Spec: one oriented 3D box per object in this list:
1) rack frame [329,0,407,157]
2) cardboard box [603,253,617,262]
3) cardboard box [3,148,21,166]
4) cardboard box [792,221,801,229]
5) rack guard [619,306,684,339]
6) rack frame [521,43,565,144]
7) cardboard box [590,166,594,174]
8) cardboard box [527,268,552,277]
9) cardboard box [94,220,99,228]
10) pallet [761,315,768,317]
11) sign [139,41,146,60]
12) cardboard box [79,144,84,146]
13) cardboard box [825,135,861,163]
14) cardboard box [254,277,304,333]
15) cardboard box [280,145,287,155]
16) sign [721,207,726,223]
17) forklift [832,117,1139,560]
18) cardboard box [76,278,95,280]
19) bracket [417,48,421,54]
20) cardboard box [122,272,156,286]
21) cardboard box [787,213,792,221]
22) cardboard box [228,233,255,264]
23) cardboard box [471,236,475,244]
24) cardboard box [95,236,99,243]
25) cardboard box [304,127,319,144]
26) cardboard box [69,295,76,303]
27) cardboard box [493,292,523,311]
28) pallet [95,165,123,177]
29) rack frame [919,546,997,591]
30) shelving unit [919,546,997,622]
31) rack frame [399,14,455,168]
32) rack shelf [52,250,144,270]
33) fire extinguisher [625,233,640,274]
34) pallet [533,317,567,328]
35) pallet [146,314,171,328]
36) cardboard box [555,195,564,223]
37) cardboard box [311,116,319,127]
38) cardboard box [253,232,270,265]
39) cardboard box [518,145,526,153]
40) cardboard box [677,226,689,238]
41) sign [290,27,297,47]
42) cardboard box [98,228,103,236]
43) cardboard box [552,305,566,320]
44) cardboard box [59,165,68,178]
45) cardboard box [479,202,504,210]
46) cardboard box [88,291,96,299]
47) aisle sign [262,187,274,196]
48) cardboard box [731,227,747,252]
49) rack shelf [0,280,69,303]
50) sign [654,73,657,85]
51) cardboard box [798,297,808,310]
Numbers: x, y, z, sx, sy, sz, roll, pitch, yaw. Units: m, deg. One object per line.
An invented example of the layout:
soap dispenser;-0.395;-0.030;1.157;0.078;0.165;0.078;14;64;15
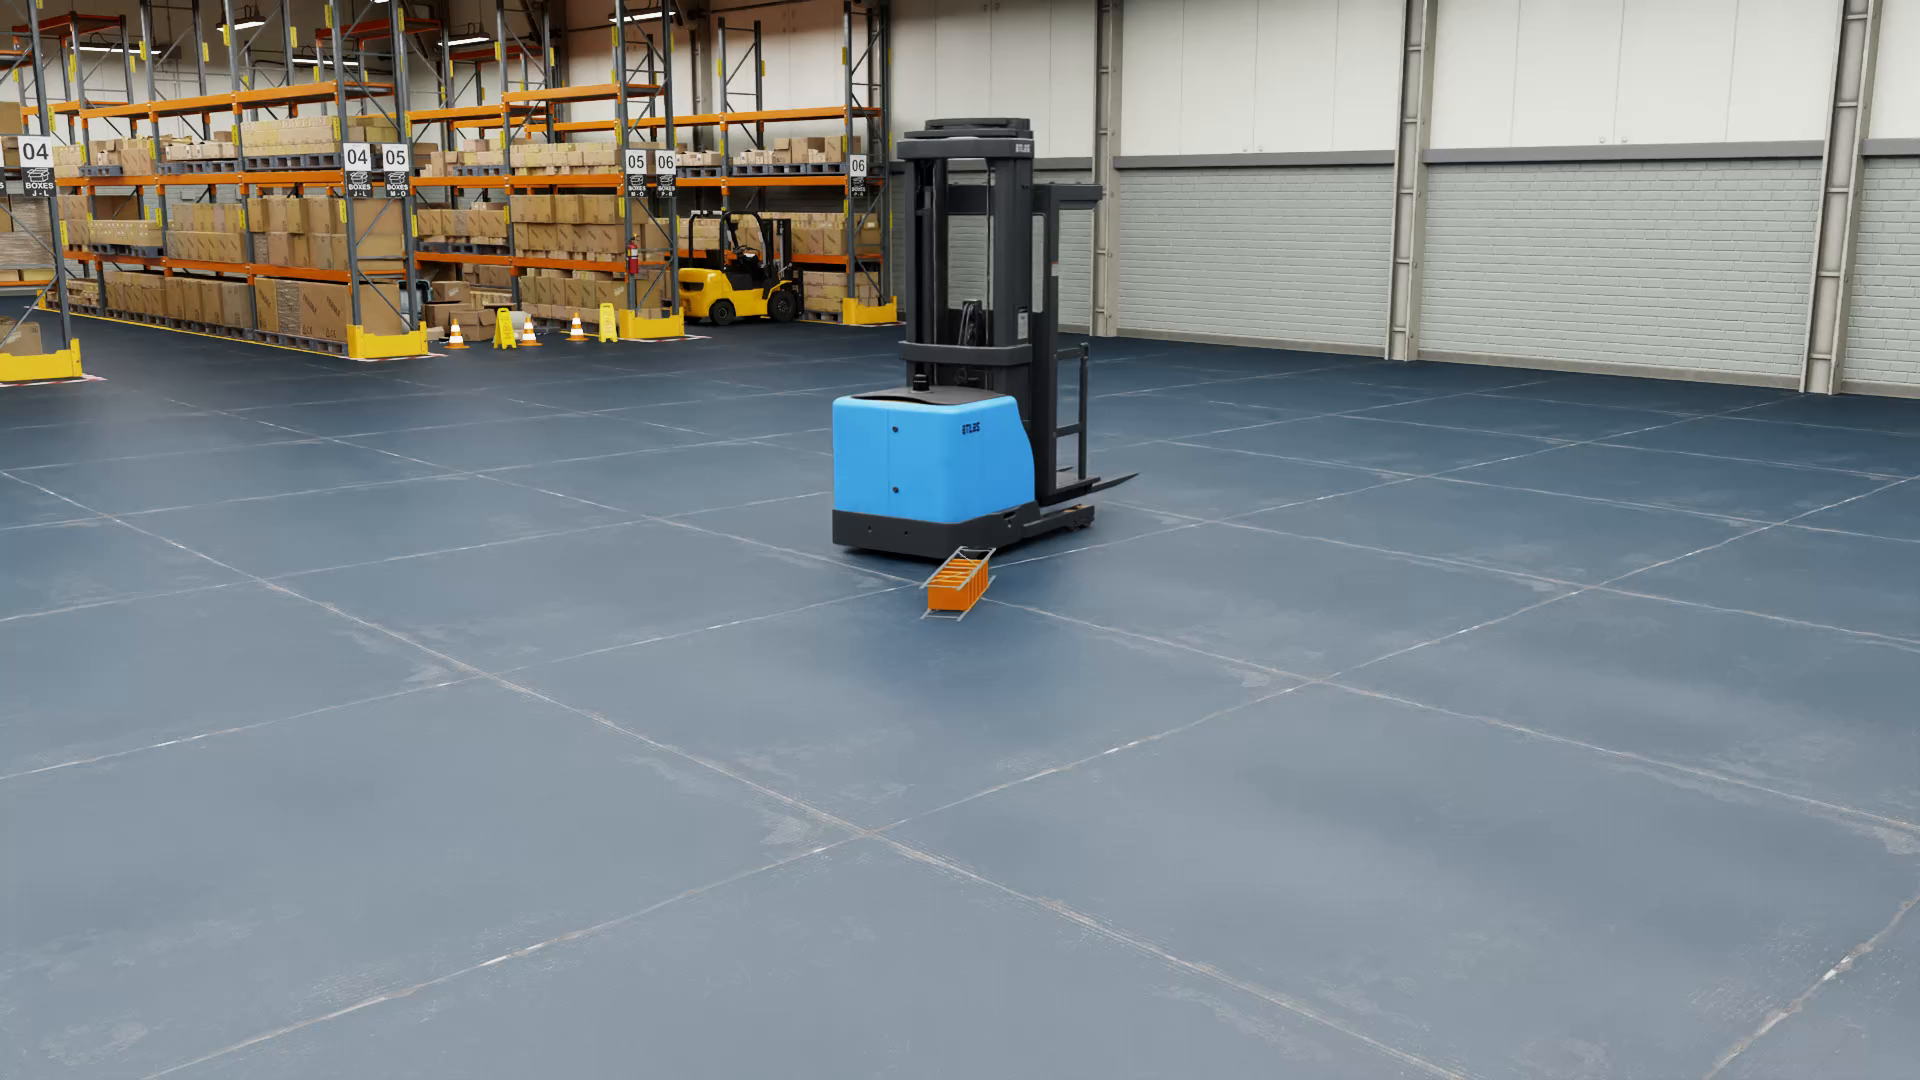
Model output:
rack frame;-8.872;-7.270;24.897;1.000;3.000;0.127;-11;16;-43
cardboard box;-6.030;-4.959;29.172;0.380;0.149;0.250;-11;16;-43
cardboard box;-12.675;-5.157;22.447;0.500;0.250;0.500;-10;15;-41
cardboard box;-3.120;-6.290;33.154;0.380;0.149;0.250;-11;16;-42
rack guard;-5.414;-3.823;29.228;1.175;0.500;0.348;-11;16;-43
rack frame;-10.061;-10.418;40.177;1.000;3.000;0.127;-11;16;-43
cardboard box;-6.292;-6.517;29.298;0.380;0.149;0.250;-11;16;-42
cardboard box;-7.869;-5.013;31.119;0.380;0.149;0.250;-11;16;-42
cardboard box;-17.023;-6.295;33.142;0.380;0.149;0.250;-10;16;-41
pallet;-4.018;-4.824;34.805;1.003;0.211;1.213;-11;16;-43
sign;-14.783;-8.857;30.087;0.100;0.325;0.005;-11;16;-43
cardboard box;-17.573;-7.926;33.661;0.250;0.149;0.380;11;16;43
cardboard box;-2.256;-7.532;32.065;0.500;0.500;0.500;-10;15;-41
cardboard box;-11.251;-3.979;28.015;0.875;0.875;0.875;-11;16;-42
cardboard box;-10.579;-6.194;26.440;0.380;0.149;0.250;-11;16;-42
sign;-4.923;-6.763;34.632;0.100;0.325;0.005;-11;16;-43
forklift;0.345;-1.543;12.135;1.130;2.935;3.031;7;14;32
cardboard box;-19.241;-5.681;36.601;0.380;0.149;0.250;-10;16;-41
bracket;-14.577;-13.295;45.221;0.235;0.232;0.430;-11;16;-43
cardboard box;-16.121;-5.134;32.695;0.500;0.250;0.500;-10;15;-40
cardboard box;-3.238;-6.487;33.370;0.380;0.149;0.250;-11;16;-42
cardboard box;-12.188;-5.003;28.514;0.500;0.500;0.500;-11;16;-43
cardboard box;-9.373;-5.890;32.648;0.380;0.149;0.250;-11;16;-43
cardboard box;-17.024;-6.004;33.203;0.380;0.149;0.250;-11;16;-42
cardboard box;-9.757;-6.233;25.645;0.500;0.250;0.500;-11;16;-42
cardboard box;-18.713;-5.131;35.407;0.380;0.149;0.250;-11;16;-43
cardboard box;-8.488;-4.615;32.348;0.950;0.372;0.625;-11;16;-42
pallet;-16.091;-7.204;32.477;1.213;0.211;1.003;-11;16;-43
rack frame;0.000;0.168;10.163;0.240;0.006;1.200;2;12;11
shelving unit;0.000;0.258;10.181;0.258;0.189;1.200;2;12;11
rack frame;-10.887;-9.142;33.983;1.000;3.000;0.127;-11;16;-43
rack shelf;-18.540;-6.022;35.492;1.077;0.370;4.000;-11;16;-43
fire extinguisher;-5.616;-4.917;28.537;0.296;0.674;0.183;-11;16;-43
pallet;-7.635;-4.161;31.585;1.003;0.211;1.213;-11;16;-43
pallet;-14.935;-4.248;32.005;1.003;0.211;1.213;-11;16;-43
cardboard box;-6.887;-5.992;30.097;0.700;0.500;0.500;-11;16;-43
cardboard box;-9.699;-6.399;25.460;0.380;0.149;0.250;-11;16;-42
cardboard box;-11.371;-4.937;28.067;0.875;0.550;0.550;-11;16;-43
cardboard box;-7.942;-7.231;30.789;0.380;0.149;0.250;-10;15;-41
cardboard box;-5.770;-6.669;35.980;0.500;0.250;0.500;-10;16;-41
sign;-11.216;-8.462;27.978;0.100;0.325;0.005;-11;16;-43
cardboard box;-16.861;-6.114;33.001;0.380;0.149;0.250;-10;16;-41
cardboard box;-7.167;-4.202;30.645;0.500;0.250;0.500;-11;16;-43
cardboard box;-18.381;-7.661;34.601;0.500;0.250;0.500;-11;16;-43
cardboard box;-9.092;-6.473;32.261;0.250;0.149;0.380;11;16;43
cardboard box;-17.803;-5.077;34.409;0.250;0.149;0.380;11;16;42
aisle sign;-16.671;-8.614;39.848;0.394;0.787;0.004;-11;16;-43
cardboard box;-4.419;-6.260;34.614;0.500;0.500;0.500;11;16;44
rack shelf;-13.910;-3.595;23.708;1.077;0.370;4.000;-11;16;-43
sign;-6.900;-10.447;37.611;0.100;0.325;0.005;-11;16;-43
cardboard box;-3.003;-4.760;33.355;0.500;0.250;0.500;-11;16;-42
